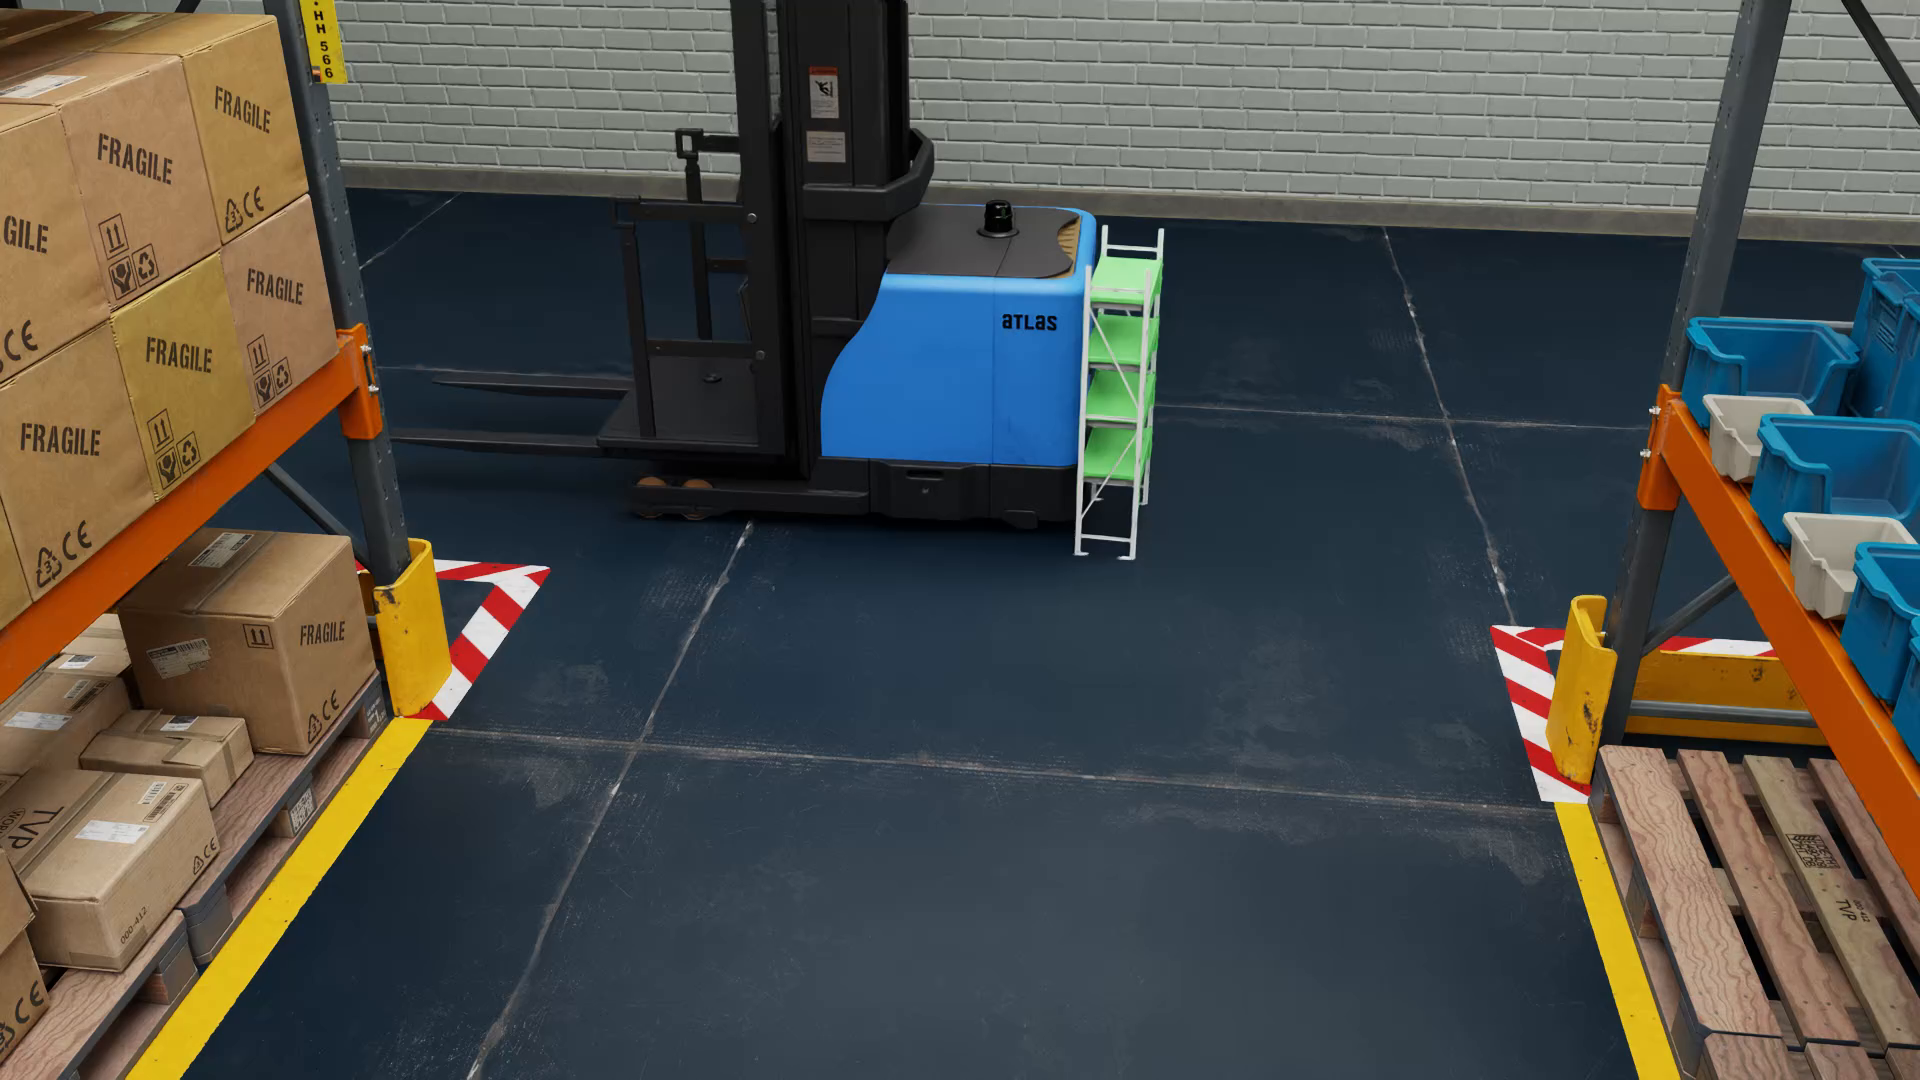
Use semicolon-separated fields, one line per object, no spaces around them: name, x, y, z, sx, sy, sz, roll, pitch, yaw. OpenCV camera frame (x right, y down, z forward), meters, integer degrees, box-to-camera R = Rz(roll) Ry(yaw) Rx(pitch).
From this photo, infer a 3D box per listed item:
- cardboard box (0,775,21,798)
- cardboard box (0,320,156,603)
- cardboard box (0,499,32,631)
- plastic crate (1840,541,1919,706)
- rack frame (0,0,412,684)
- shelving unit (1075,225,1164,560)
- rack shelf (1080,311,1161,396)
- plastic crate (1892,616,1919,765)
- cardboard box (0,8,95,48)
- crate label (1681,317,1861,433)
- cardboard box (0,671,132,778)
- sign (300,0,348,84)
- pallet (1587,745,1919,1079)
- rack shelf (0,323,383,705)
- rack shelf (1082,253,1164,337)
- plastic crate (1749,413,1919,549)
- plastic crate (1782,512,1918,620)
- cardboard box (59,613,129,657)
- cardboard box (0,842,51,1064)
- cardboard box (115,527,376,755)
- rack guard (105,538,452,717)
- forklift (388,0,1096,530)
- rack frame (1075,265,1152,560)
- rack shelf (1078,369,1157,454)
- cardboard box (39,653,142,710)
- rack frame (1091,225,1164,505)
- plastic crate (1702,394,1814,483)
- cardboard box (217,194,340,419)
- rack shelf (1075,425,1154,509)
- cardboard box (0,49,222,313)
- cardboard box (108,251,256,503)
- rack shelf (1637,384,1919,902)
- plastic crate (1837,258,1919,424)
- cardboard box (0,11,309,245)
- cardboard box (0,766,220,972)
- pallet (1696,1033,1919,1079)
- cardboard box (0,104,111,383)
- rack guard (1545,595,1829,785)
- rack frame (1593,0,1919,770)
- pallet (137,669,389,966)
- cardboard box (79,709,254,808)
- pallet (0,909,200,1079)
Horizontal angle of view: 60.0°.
cardboard box;-2.853;0.858;4.430;0.500;0.250;0.500;3;28;6
cardboard box;-2.294;-0.207;3.867;0.500;0.500;0.500;4;29;7
cardboard box;-2.356;0.030;3.427;0.500;0.500;0.500;3;28;5
plastic crate;2.015;0.185;3.358;0.416;0.233;0.300;3;28;6
rack frame;-2.383;-0.869;5.200;1.000;3.000;0.127;3;28;6
shelving unit;0.626;-0.575;6.553;0.258;1.200;0.503;5;29;10
rack shelf;0.626;-0.730;6.469;0.258;0.148;0.480;5;29;10
plastic crate;1.978;0.326;3.095;0.416;0.233;0.300;3;28;6
cardboard box;-2.699;-1.160;4.580;0.500;0.500;0.500;4;29;8
crate label;2.176;-0.435;4.508;0.416;0.233;0.303;3;28;6
cardboard box;-2.792;0.623;4.867;0.500;0.250;0.500;3;28;6
sign;-1.834;-1.476;4.773;0.100;0.325;0.005;3;28;6
pallet;2.393;1.034;4.608;1.003;0.211;1.213;3;28;6
rack shelf;-2.628;0.389;3.623;1.077;0.370;4.000;3;28;6
rack shelf;0.627;-0.942;6.355;0.258;0.148;0.480;5;29;10
plastic crate;2.095;-0.125;3.933;0.416;0.233;0.300;3;28;6
plastic crate;1.971;0.073;3.667;0.250;0.136;0.298;3;28;6
cardboard box;-2.775;0.370;5.443;0.380;0.149;0.250;3;28;6
cardboard box;-2.648;1.035;3.835;0.797;0.503;0.637;3;28;6
cardboard box;-2.205;0.308;5.187;0.500;0.500;0.500;3;28;6
rack guard;-2.392;0.267;5.727;1.175;0.500;0.348;3;28;6
forklift;-0.955;-1.618;6.664;3.031;2.935;1.130;3;28;5
rack frame;0.578;-0.462;6.342;0.240;1.200;0.015;5;29;10
rack shelf;0.626;-0.519;6.583;0.258;0.148;0.480;5;29;10
cardboard box;-2.806;0.480;5.221;0.380;0.166;0.250;3;28;6
rack frame;0.675;-0.689;6.763;0.240;1.200;0.015;5;29;10
plastic crate;2.055;-0.246;4.259;0.250;0.136;0.298;3;28;6
cardboard box;-2.167;-0.686;4.756;0.500;0.500;0.500;4;29;8
rack shelf;0.626;-0.308;6.697;0.258;0.148;0.480;5;29;10
cardboard box;-2.225;-0.890;4.079;0.500;0.500;0.500;4;29;8
cardboard box;-2.227;-0.442;4.302;0.500;0.500;0.500;4;29;7
rack shelf;2.288;0.679;3.086;1.077;0.370;4.000;3;28;6
plastic crate;2.677;-0.453;4.327;0.616;0.435;0.499;3;28;6
cardboard box;-2.164;-1.128;4.521;0.500;0.500;0.500;3;28;6
cardboard box;-2.351;0.864;4.420;0.500;0.250;0.500;3;28;6
pallet;2.241;1.607;3.545;1.003;0.211;1.213;3;28;6
cardboard box;-2.284;-0.645;3.626;0.500;0.500;0.500;4;29;8
rack guard;2.523;0.509;5.278;1.175;0.500;0.348;3;28;6
rack frame;2.533;-0.579;4.663;1.000;3.000;0.127;3;28;6
pallet;-2.489;0.770;5.099;1.003;0.211;1.213;3;28;6
cardboard box;-2.344;0.640;4.922;0.380;0.166;0.250;3;28;6
pallet;-2.641;1.343;4.036;1.003;0.211;1.213;3;28;6
